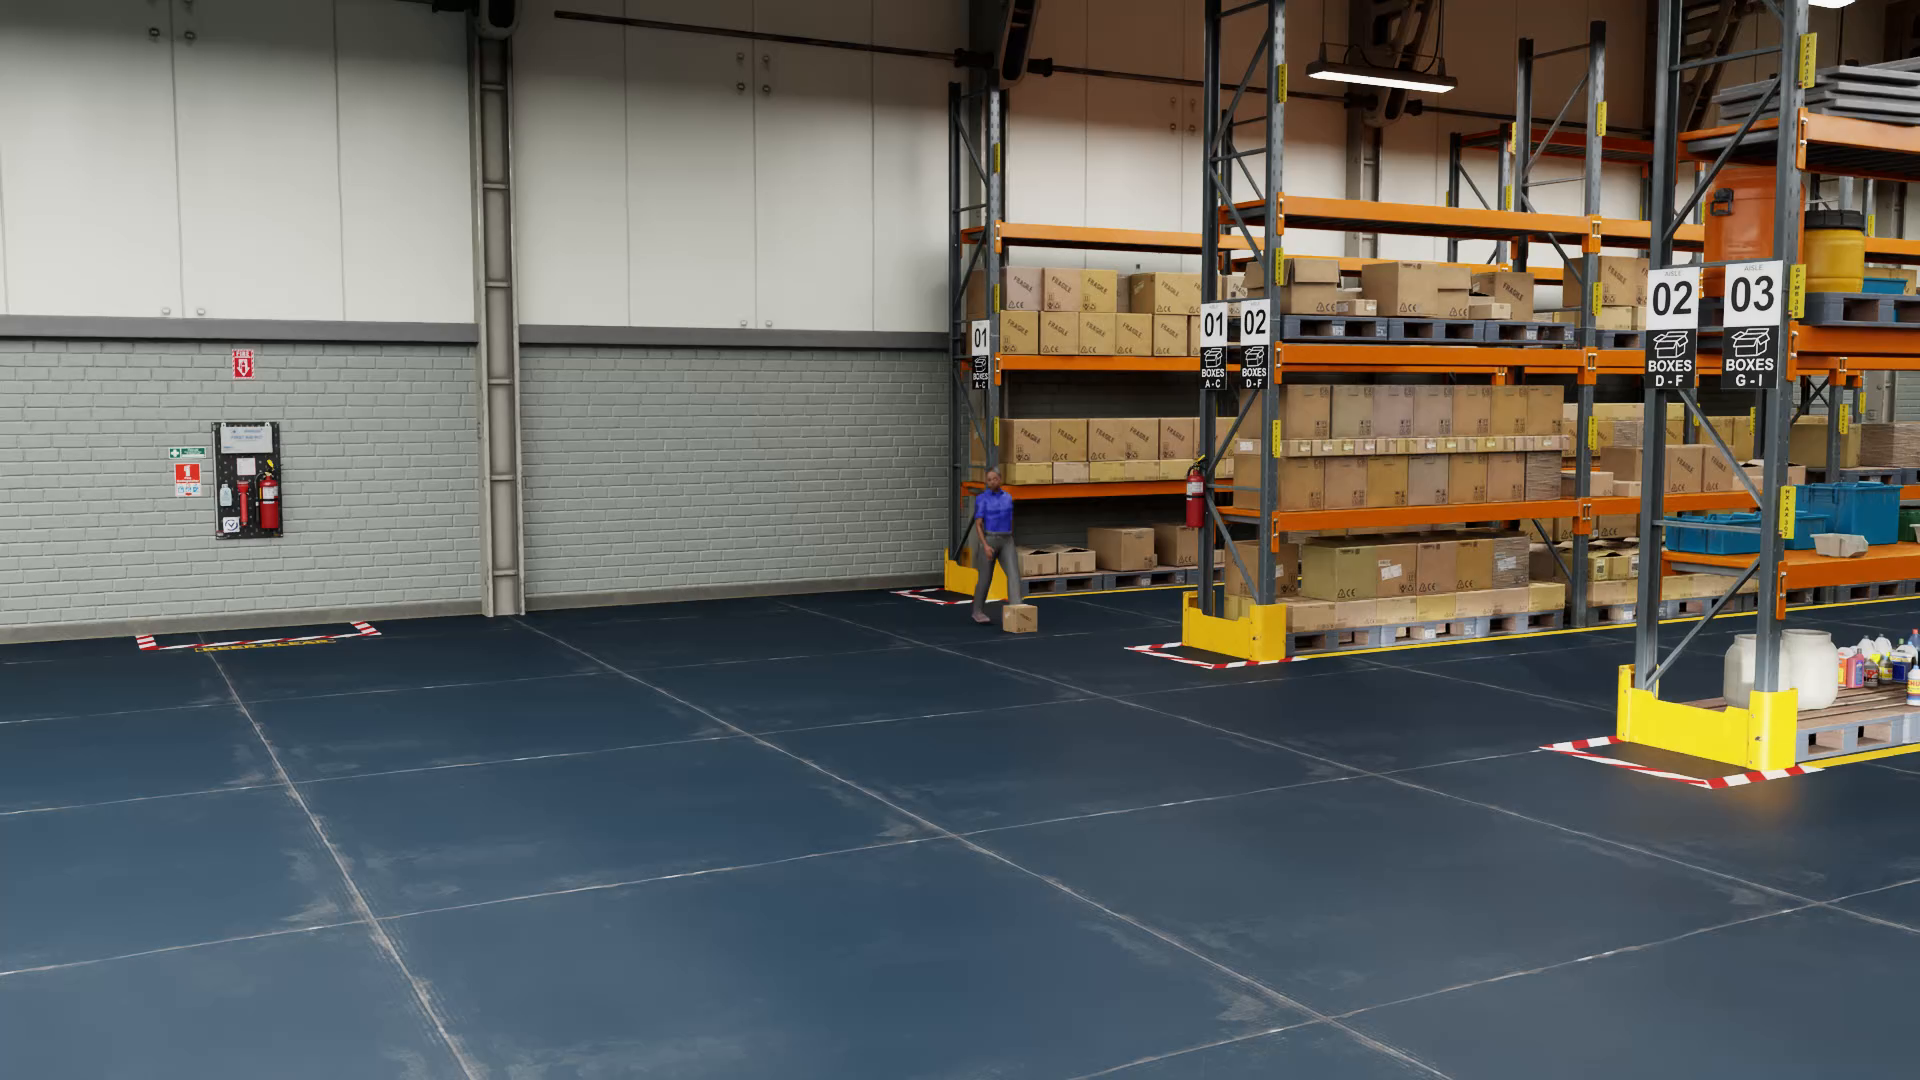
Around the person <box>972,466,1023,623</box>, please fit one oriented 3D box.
[{"bbox_3d":[0.408,0.065,16.900,0.476,1.622,0.927,-2,6,-22],"label":"person"}]
